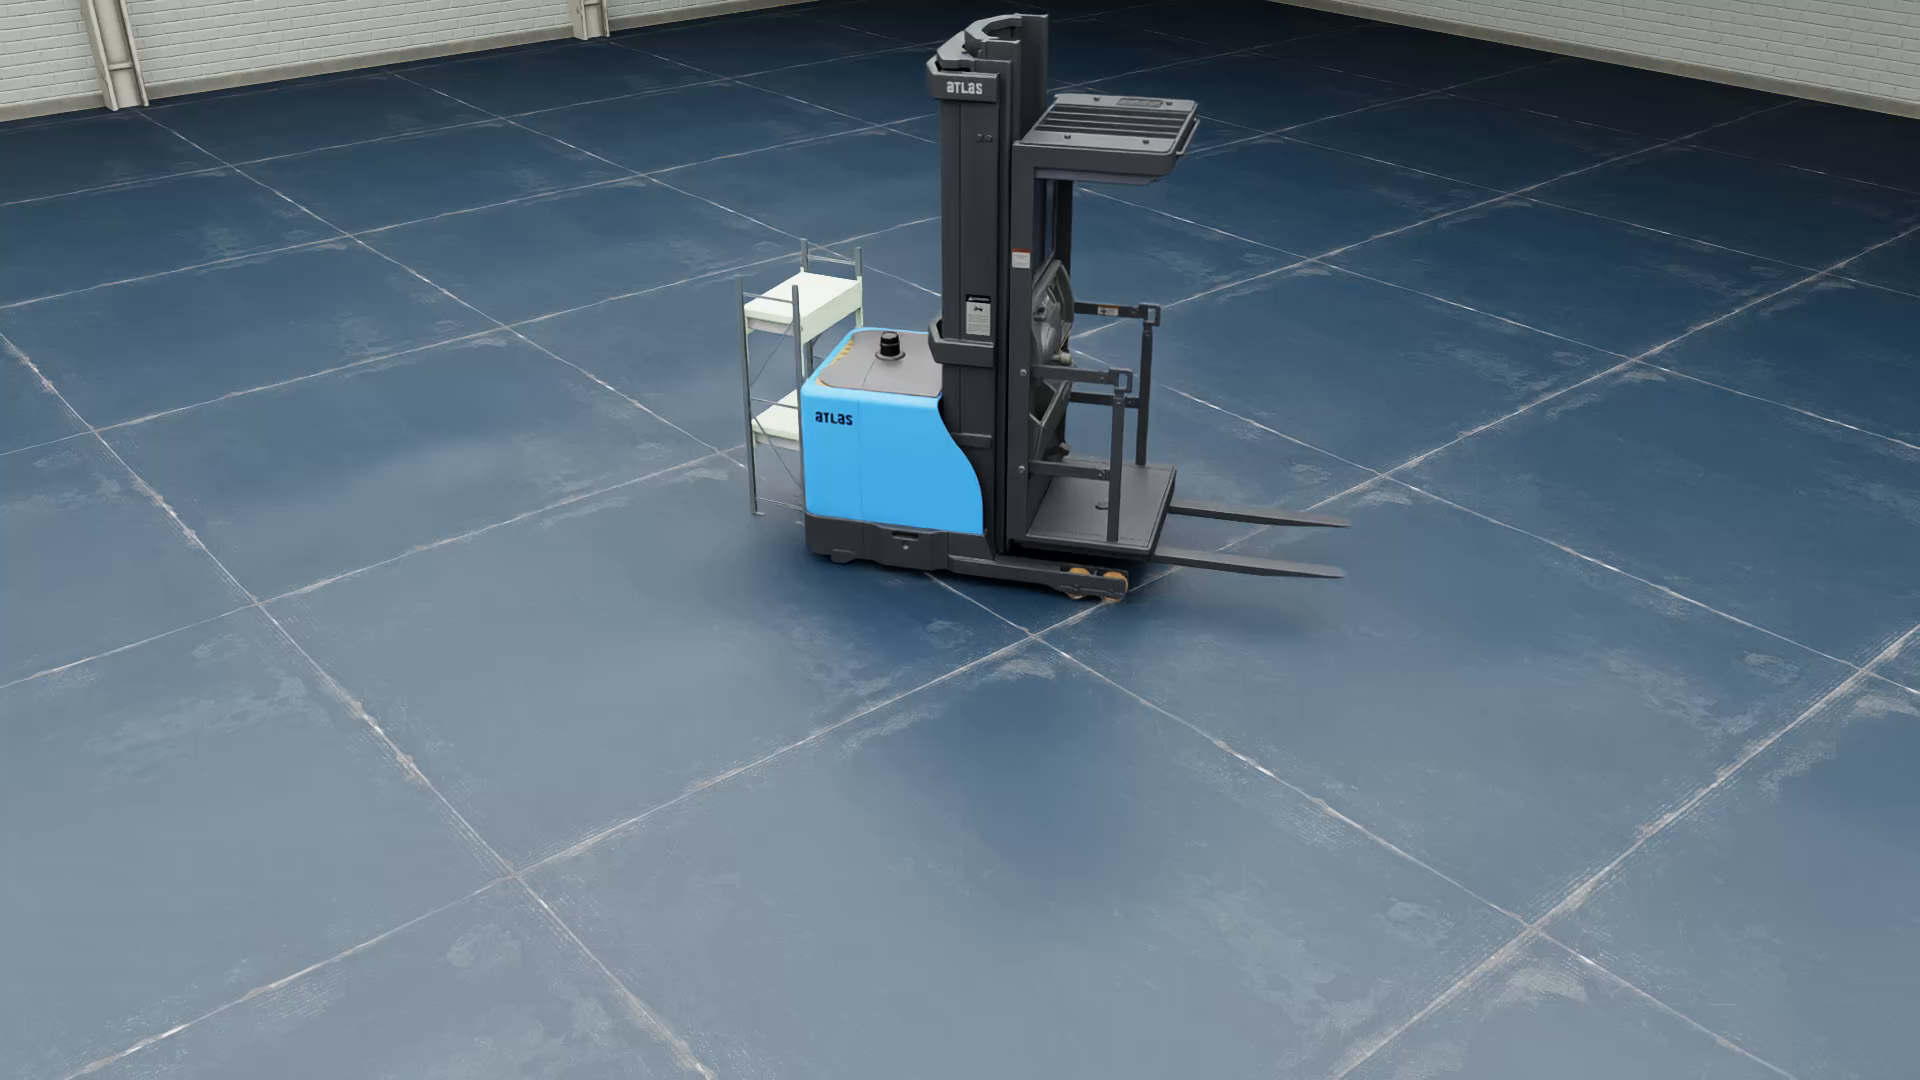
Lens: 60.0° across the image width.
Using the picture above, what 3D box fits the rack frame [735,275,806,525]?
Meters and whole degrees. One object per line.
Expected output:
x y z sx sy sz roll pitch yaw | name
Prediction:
-1.080 -0.787 9.632 0.400 1.500 0.023 13 31 22 | rack frame

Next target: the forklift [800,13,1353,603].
0.687 -1.227 8.936 3.031 2.935 1.130 7 29 13 | forklift

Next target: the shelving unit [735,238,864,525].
-0.923 -0.943 9.923 0.431 1.500 0.755 13 31 22 | shelving unit

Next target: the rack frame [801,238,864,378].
-0.766 -1.099 10.215 0.400 1.500 0.023 13 31 22 | rack frame

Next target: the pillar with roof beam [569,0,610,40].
-2.196 -9.246 17.503 0.400 9.000 9.100 -22 35 -35 | pillar with roof beam

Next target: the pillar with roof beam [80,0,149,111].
-6.760 -7.410 14.068 0.400 9.000 9.100 -22 35 -35 | pillar with roof beam

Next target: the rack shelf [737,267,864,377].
-0.923 -1.287 9.739 0.431 0.370 0.720 13 31 22 | rack shelf

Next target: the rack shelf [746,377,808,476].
-0.923 -0.655 10.077 0.431 0.370 0.720 13 31 22 | rack shelf
